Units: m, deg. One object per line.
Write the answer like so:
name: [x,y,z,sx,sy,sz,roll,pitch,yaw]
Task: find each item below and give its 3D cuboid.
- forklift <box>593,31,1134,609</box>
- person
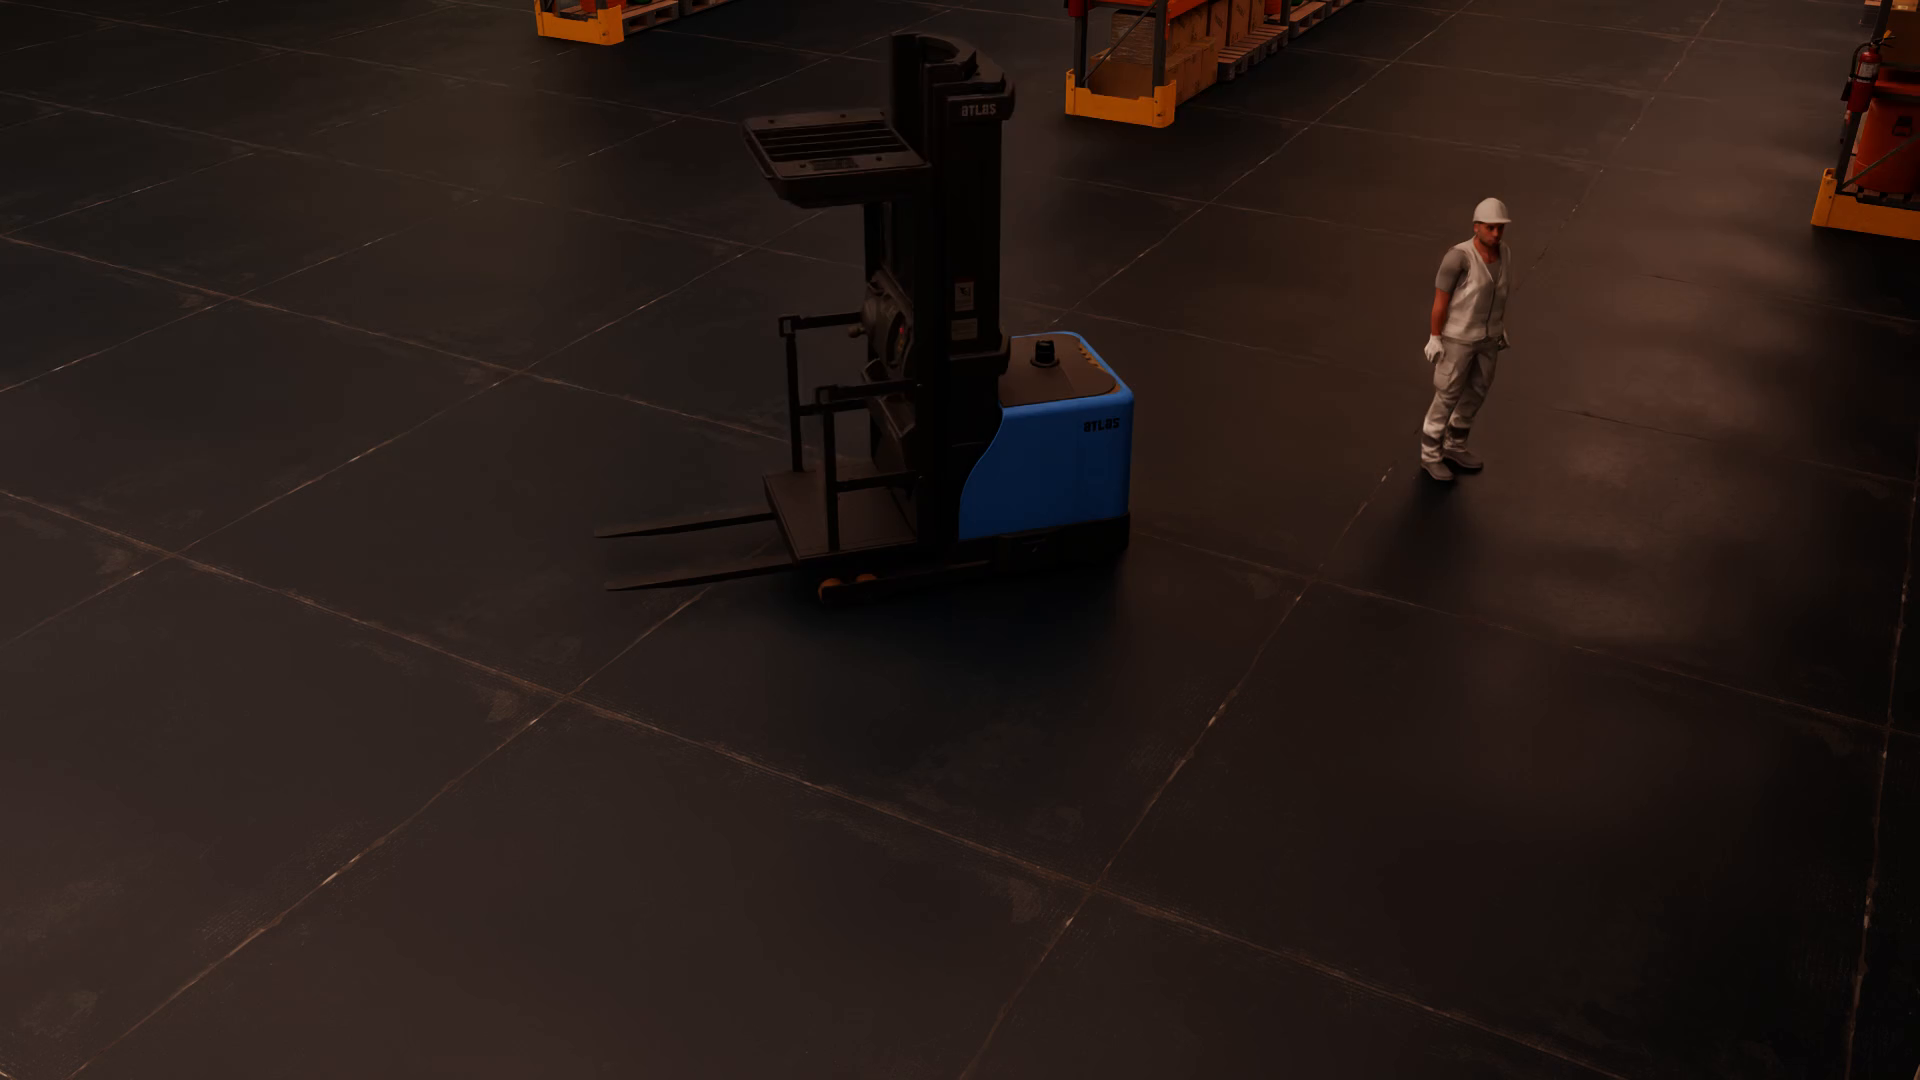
forklift: [-0.584,-1.180,9.115,3.031,2.935,1.130,-8,31,-14]
person: [3.197,-1.250,10.381,0.614,1.794,0.378,-14,33,-23]
